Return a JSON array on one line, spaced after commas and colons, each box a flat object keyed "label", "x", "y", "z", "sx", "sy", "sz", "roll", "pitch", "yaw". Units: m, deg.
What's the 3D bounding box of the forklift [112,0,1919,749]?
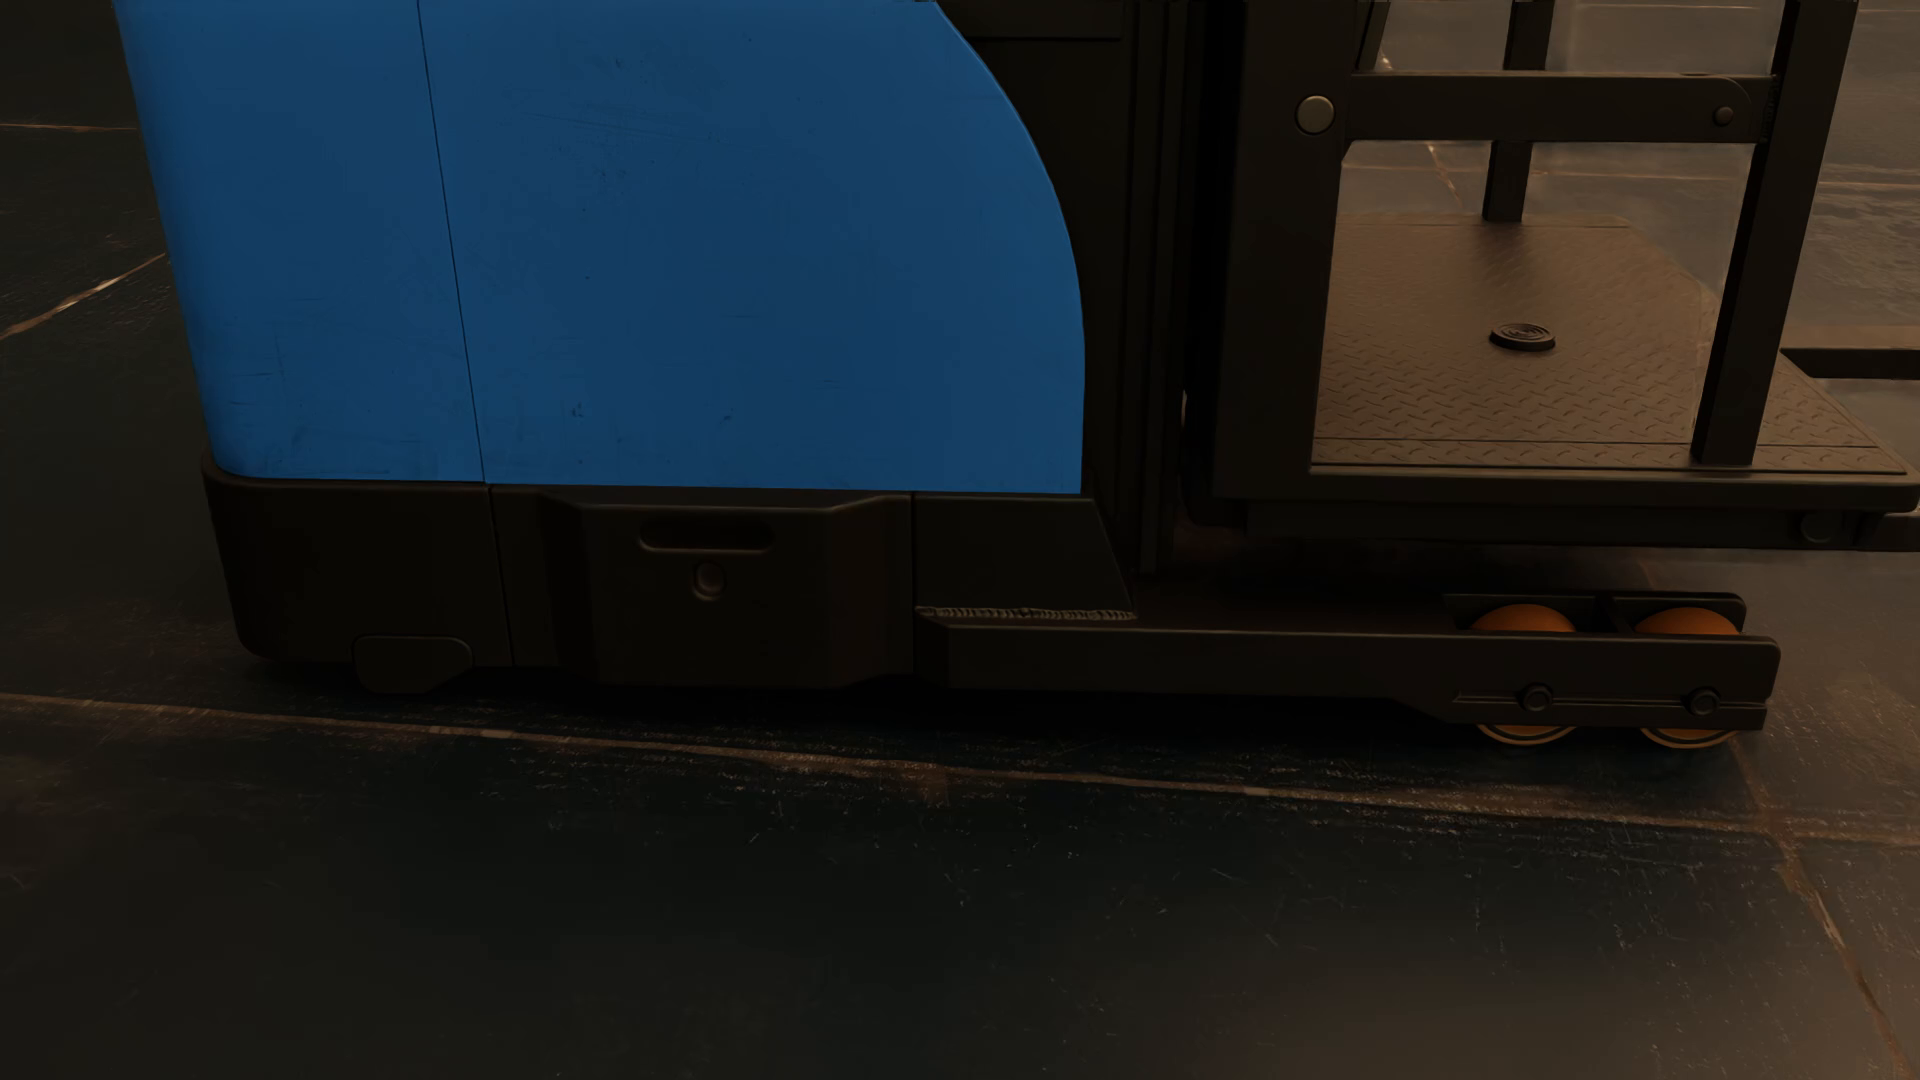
[{"label": "forklift", "x": 0.612, "y": -1.304, "z": 1.831, "sx": 3.031, "sy": 2.935, "sz": 1.130, "roll": 1, "pitch": 27, "yaw": 2}]
